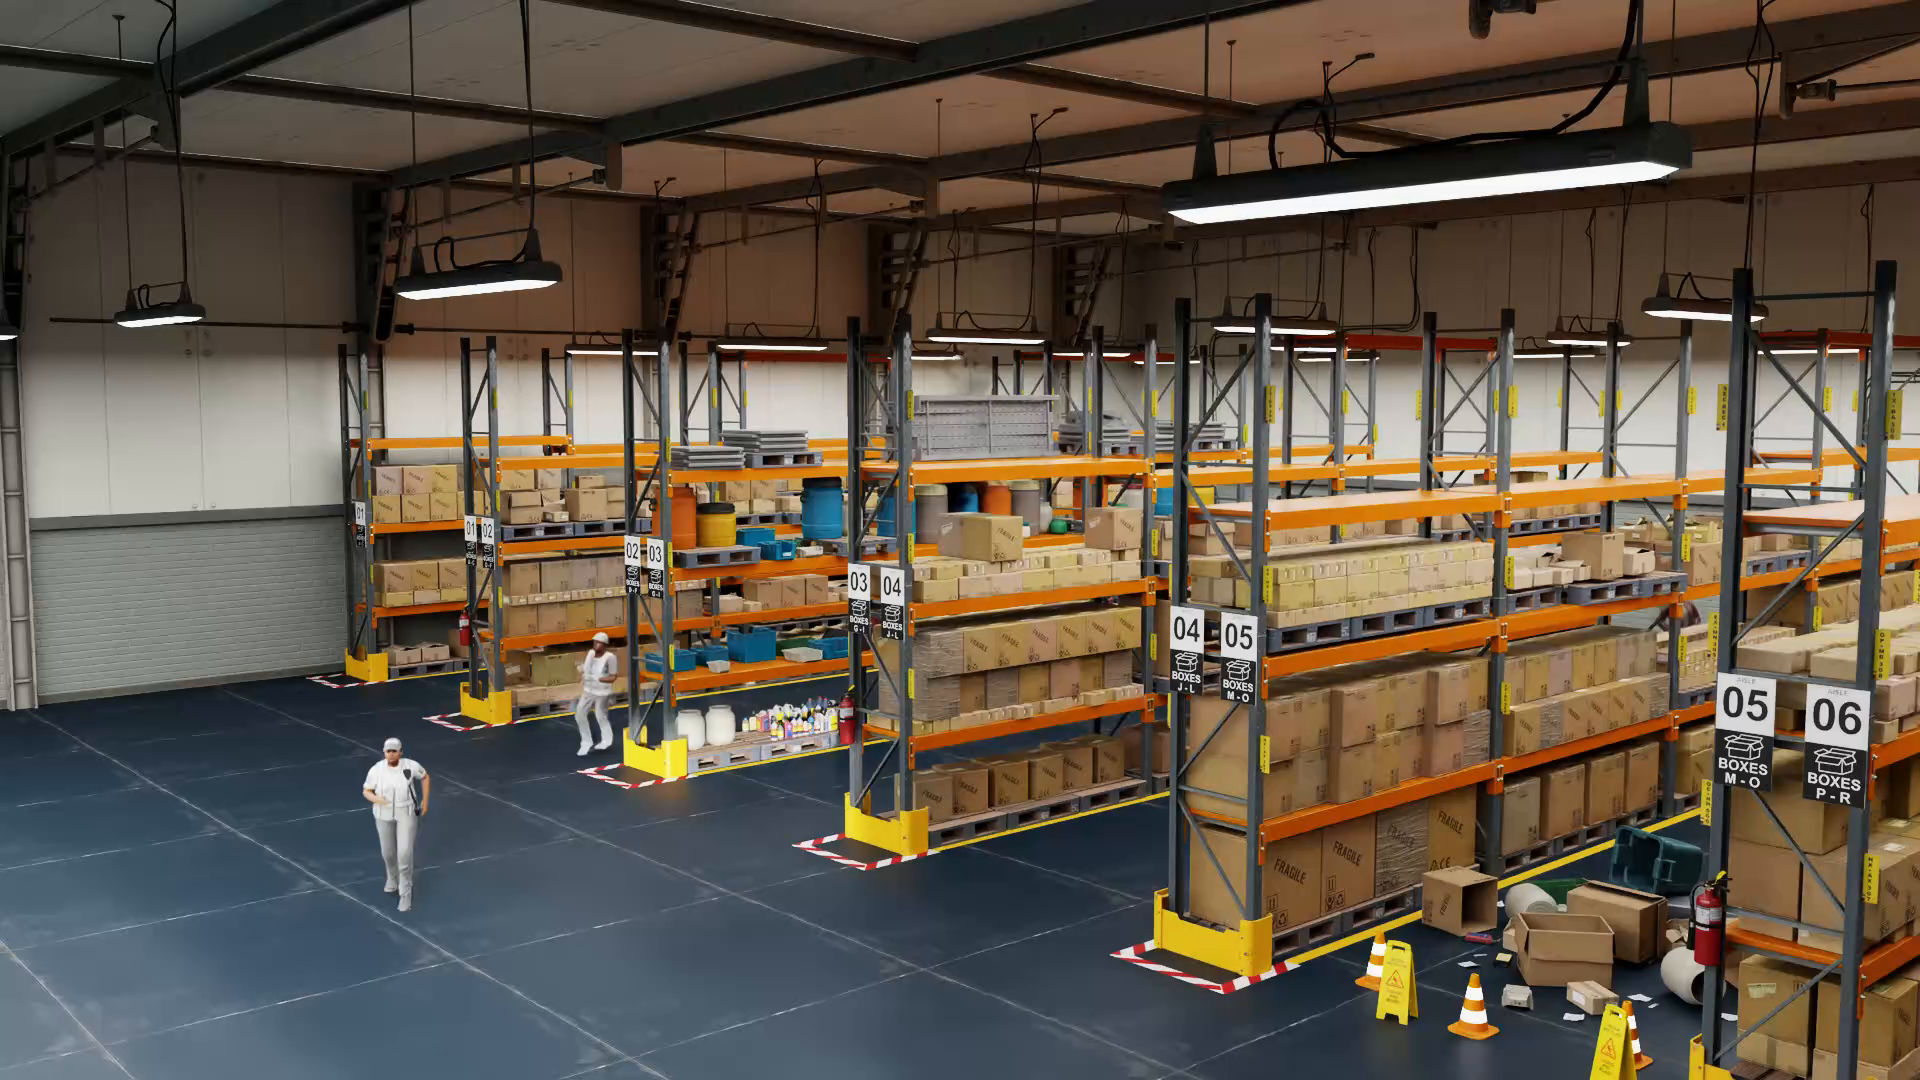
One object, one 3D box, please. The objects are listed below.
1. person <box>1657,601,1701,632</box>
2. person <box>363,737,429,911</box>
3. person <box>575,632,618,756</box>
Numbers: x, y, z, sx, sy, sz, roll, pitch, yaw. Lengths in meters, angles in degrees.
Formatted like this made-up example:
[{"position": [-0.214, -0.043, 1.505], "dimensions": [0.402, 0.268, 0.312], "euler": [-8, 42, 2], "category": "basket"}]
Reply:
[{"position": [12.587, 1.717, 29.103], "dimensions": [0.729, 1.714, 0.897], "euler": [0, 5, -4], "category": "person"}, {"position": [-5.705, 2.840, 16.840], "dimensions": [0.619, 1.730, 0.759], "euler": [-1, 5, -11], "category": "person"}, {"position": [-5.074, 2.193, 23.584], "dimensions": [0.671, 1.817, 0.674], "euler": [3, 6, 27], "category": "person"}]
